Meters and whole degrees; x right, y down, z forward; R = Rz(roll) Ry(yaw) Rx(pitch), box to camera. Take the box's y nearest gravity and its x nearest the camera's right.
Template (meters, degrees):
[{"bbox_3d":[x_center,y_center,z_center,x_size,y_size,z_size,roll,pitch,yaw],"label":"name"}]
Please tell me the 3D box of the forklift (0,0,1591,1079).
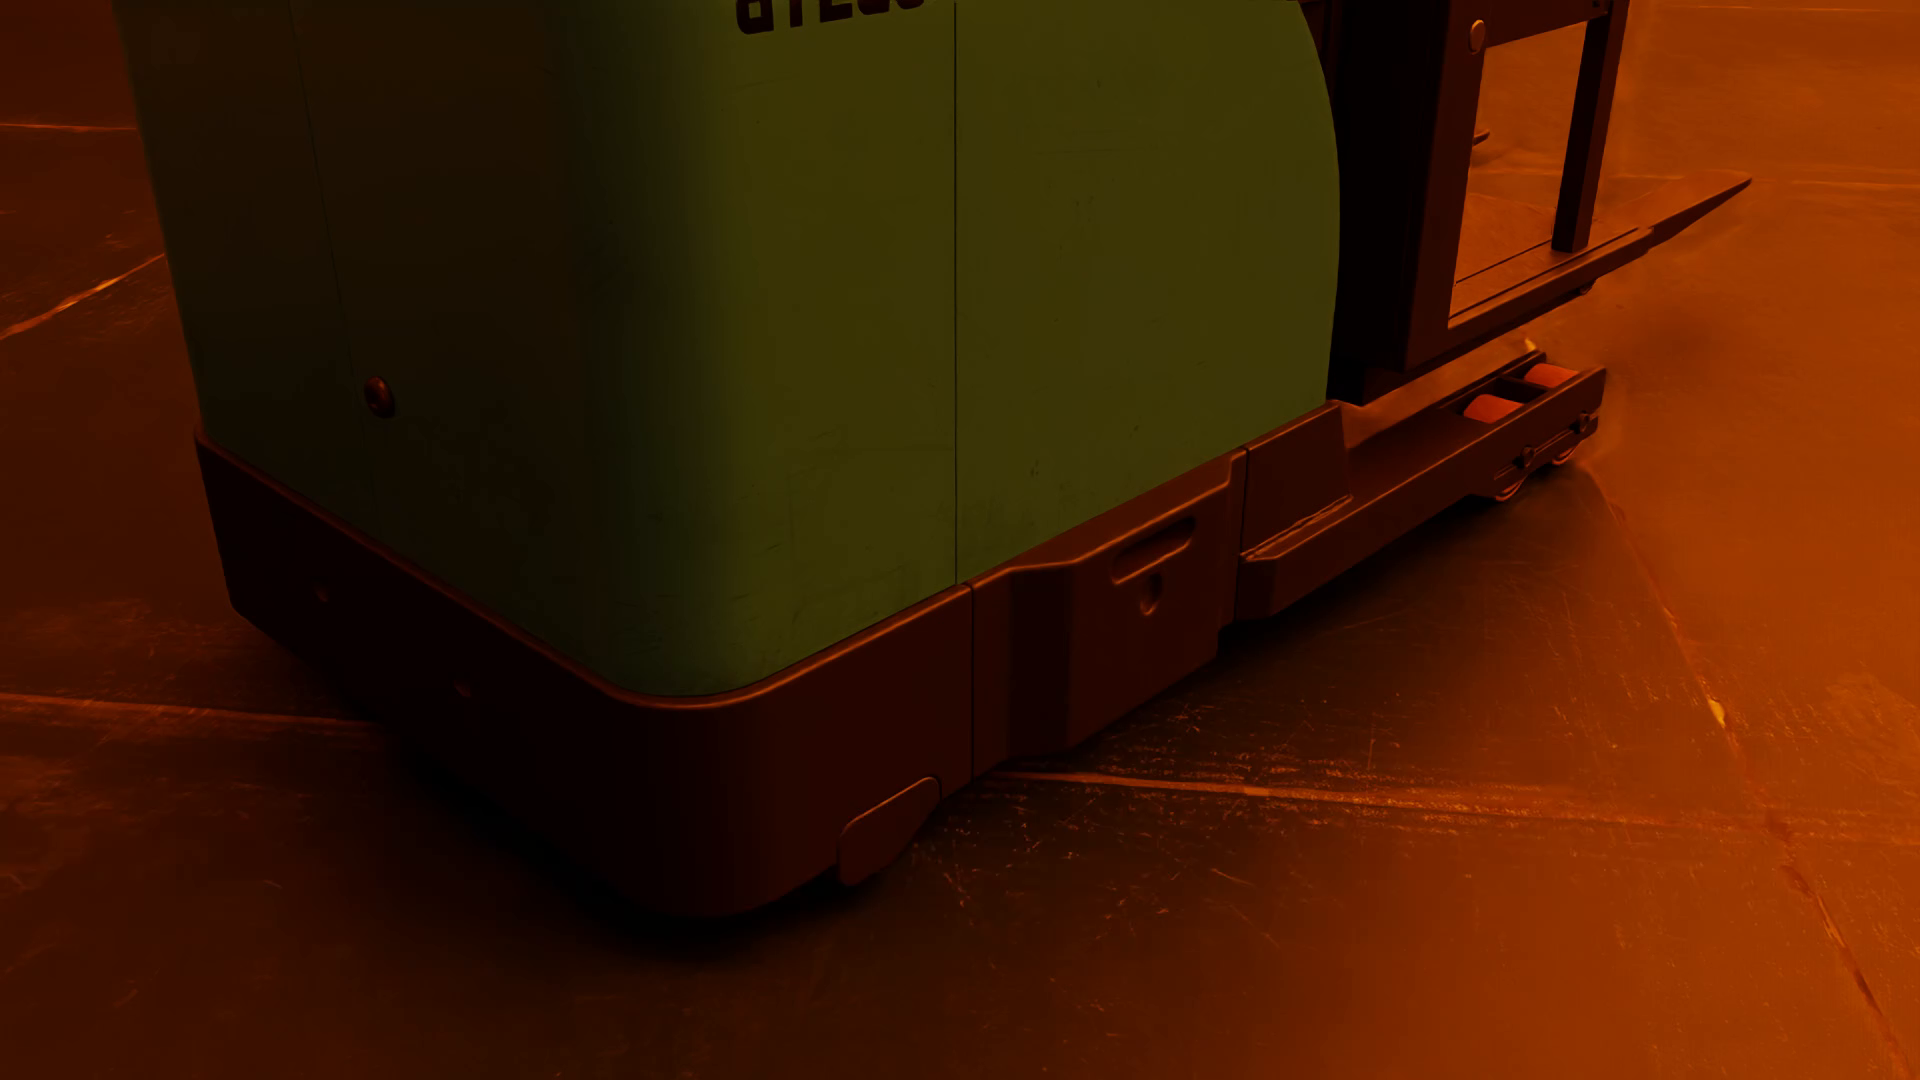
[{"bbox_3d":[-0.381,-1.069,1.360,1.130,2.935,3.031,20,33,34],"label":"forklift"}]
